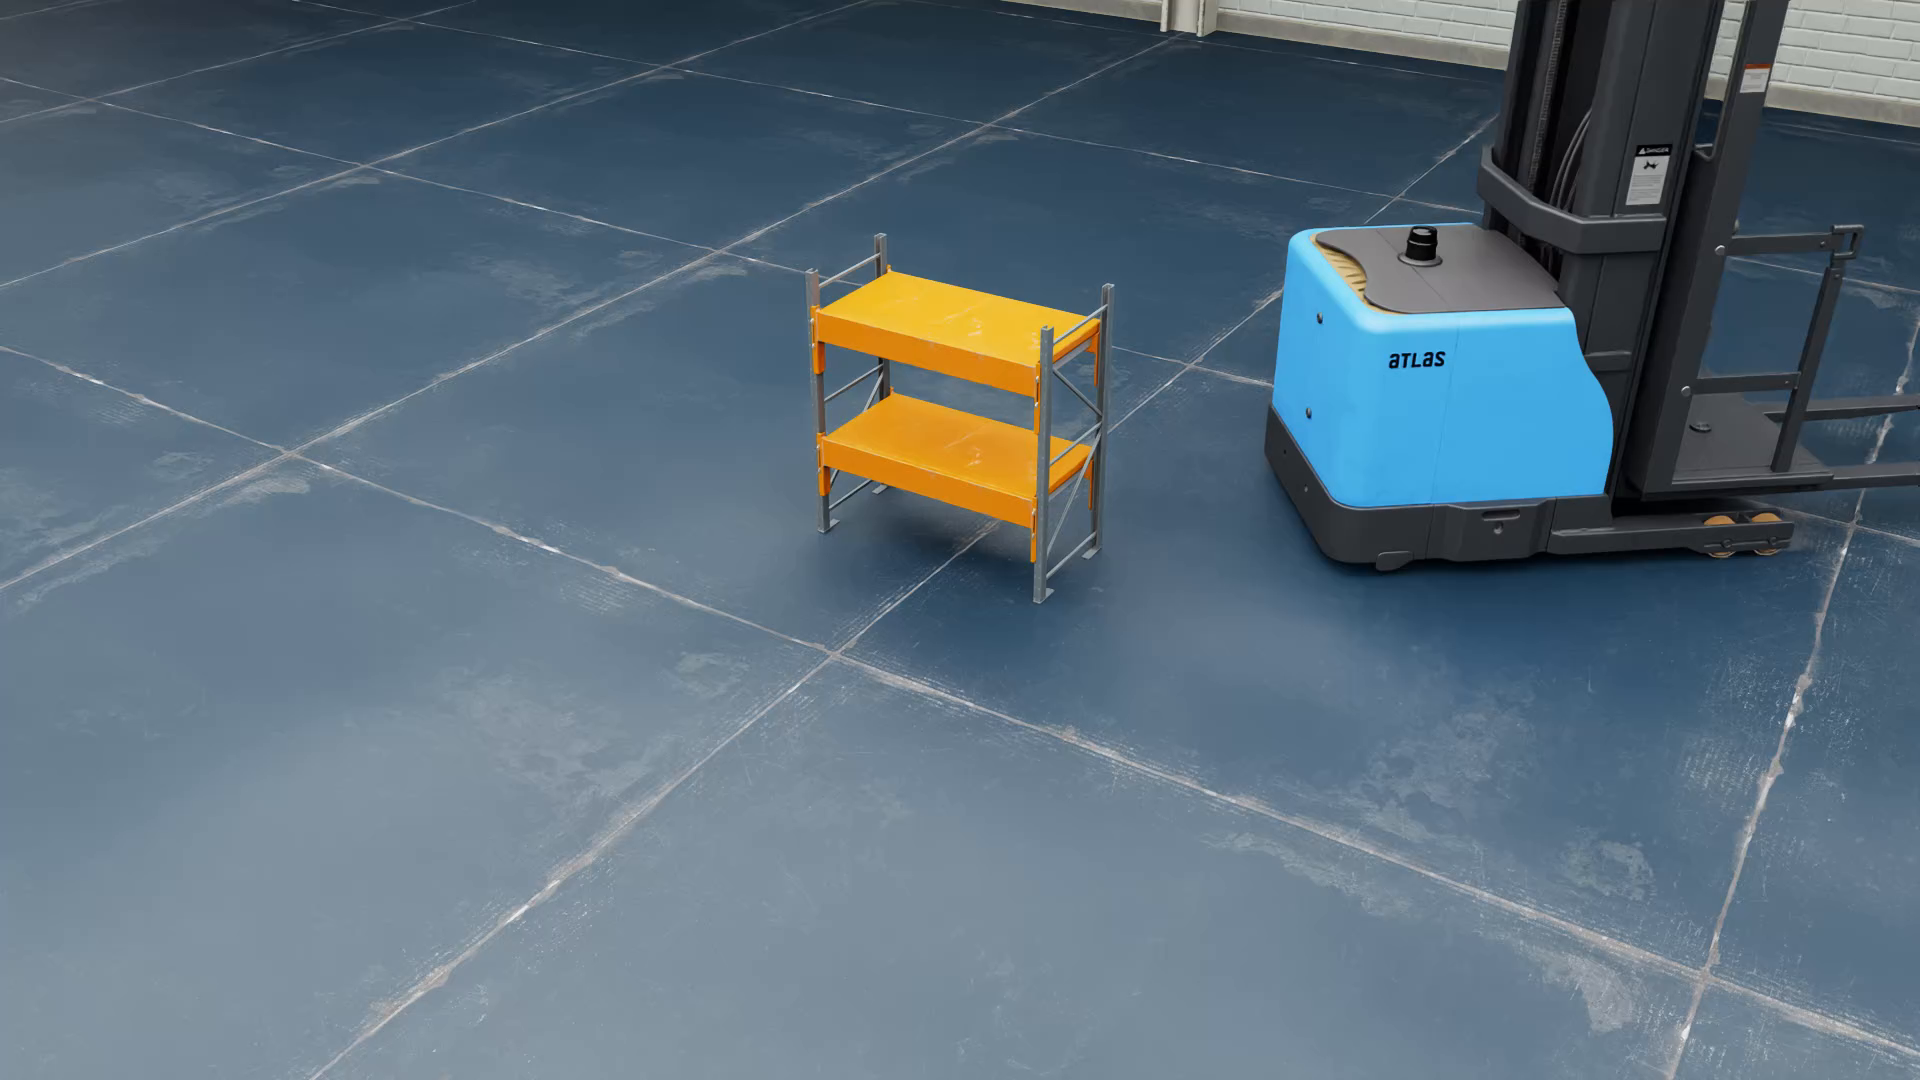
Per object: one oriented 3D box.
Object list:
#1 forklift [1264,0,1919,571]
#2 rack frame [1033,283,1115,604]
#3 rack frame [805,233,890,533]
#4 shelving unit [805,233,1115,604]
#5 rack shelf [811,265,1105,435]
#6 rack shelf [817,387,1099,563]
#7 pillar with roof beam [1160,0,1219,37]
[{"bbox_3d":[2.881,-1.456,6.337,3.031,2.935,1.130,-3,30,-6],"label":"forklift"},{"bbox_3d":[0.425,-0.351,6.236,0.032,1.125,0.500,18,35,27],"label":"rack frame"},{"bbox_3d":[-0.436,-0.624,6.703,0.032,1.125,0.500,18,35,27],"label":"rack frame"},{"bbox_3d":[-0.006,-0.488,6.470,1.048,1.125,0.538,18,35,27],"label":"shelving unit"},{"bbox_3d":[-0.006,-0.740,6.322,1.000,0.278,0.538,18,35,27],"label":"rack shelf"},{"bbox_3d":[-0.006,-0.276,6.593,1.000,0.278,0.538,18,35,27],"label":"rack shelf"},{"bbox_3d":[-0.331,-6.414,8.814,0.400,9.000,9.100,18,35,27],"label":"pillar with roof beam"}]
